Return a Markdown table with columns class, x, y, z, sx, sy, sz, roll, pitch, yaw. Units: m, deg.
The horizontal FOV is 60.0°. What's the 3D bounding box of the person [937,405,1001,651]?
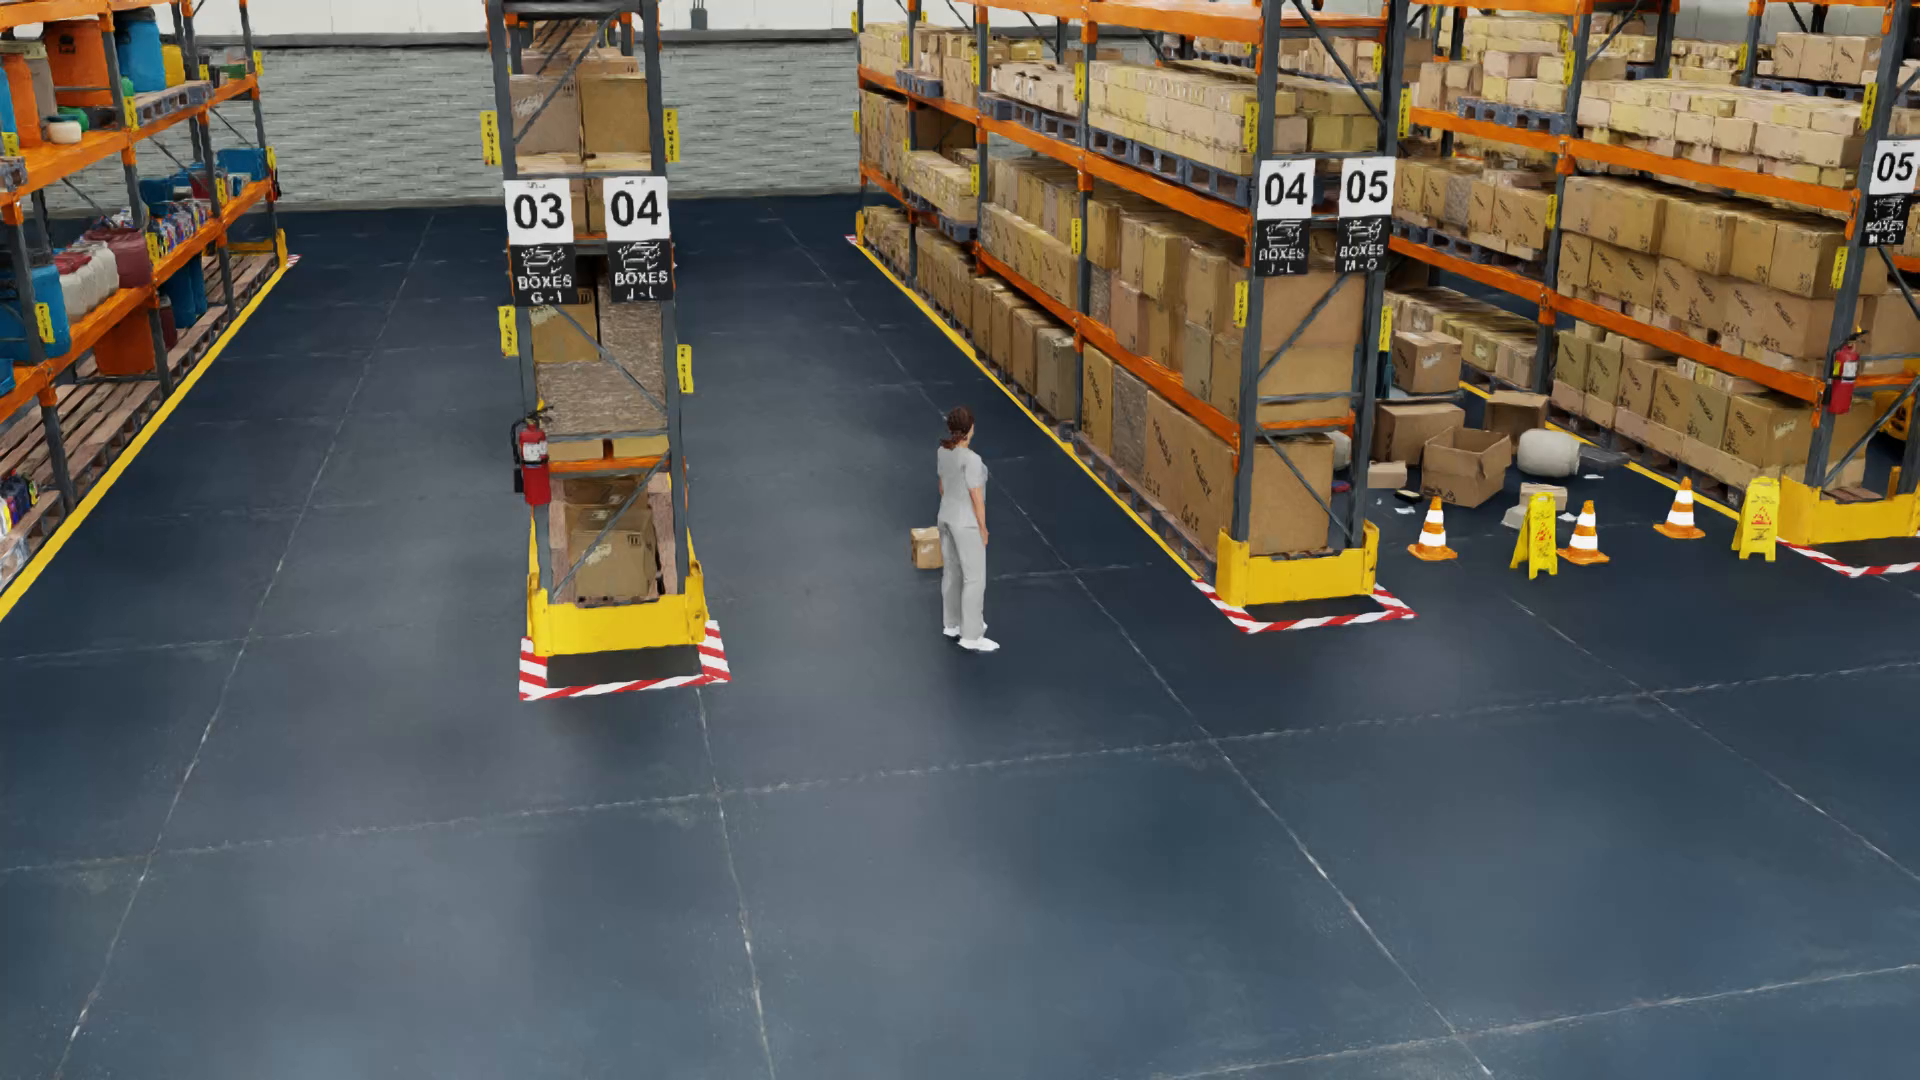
| class | x | y | z | sx | sy | sz | roll | pitch | yaw |
| --- | --- | --- | --- | --- | --- | --- | --- | --- | --- |
| person | 0.040 | -0.082 | 11.314 | 0.404 | 1.718 | 0.486 | -14 | 24 | -33 |
